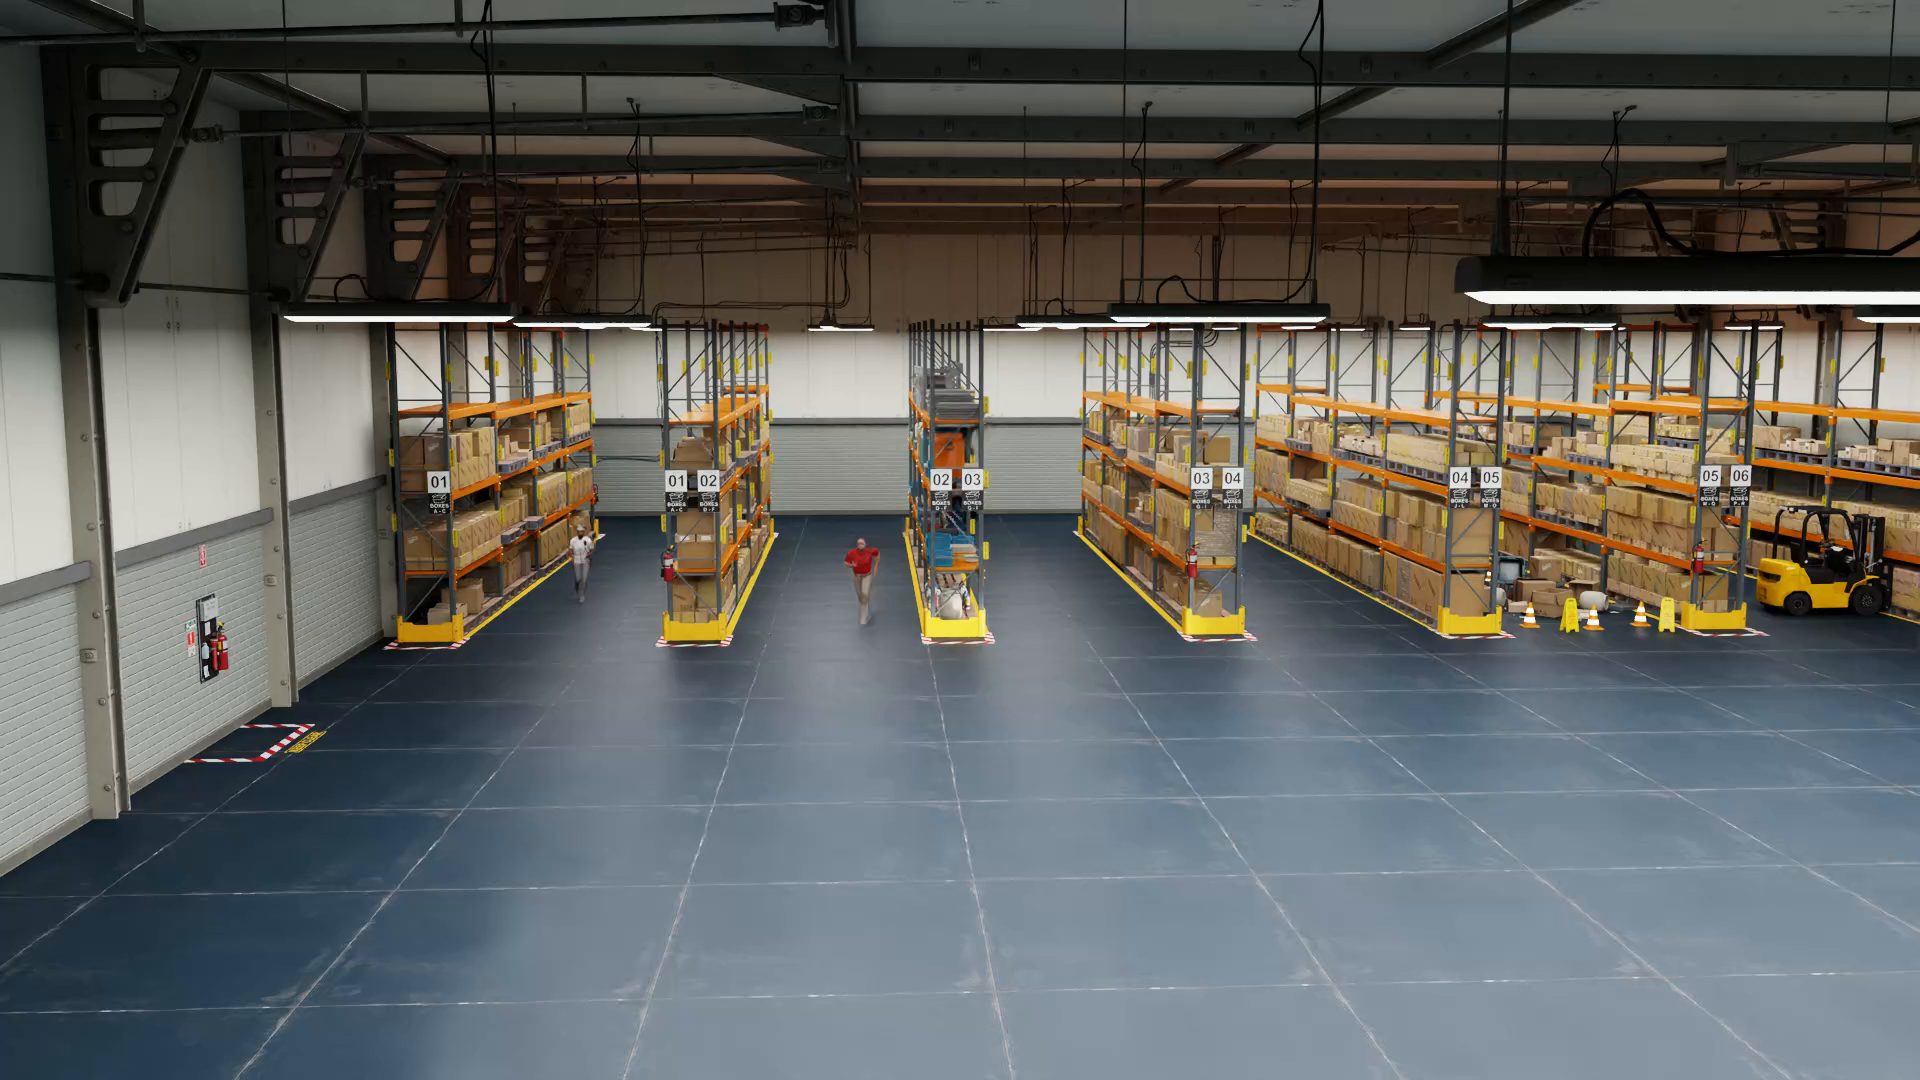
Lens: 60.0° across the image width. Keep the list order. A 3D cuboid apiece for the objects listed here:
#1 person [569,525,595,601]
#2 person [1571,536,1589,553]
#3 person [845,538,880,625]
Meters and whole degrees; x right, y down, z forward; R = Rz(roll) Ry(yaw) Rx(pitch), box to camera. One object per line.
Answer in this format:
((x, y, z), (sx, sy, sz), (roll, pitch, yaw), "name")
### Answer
((-8.103, 0.498, 35.634), (0.561, 1.667, 0.567), (-1, 7, -10), "person")
((15.863, -0.393, 42.446), (0.616, 1.849, 0.792), (-1, 7, -9), "person")
((-1.936, 0.800, 33.245), (0.655, 1.754, 0.987), (1, 7, 10), "person")
